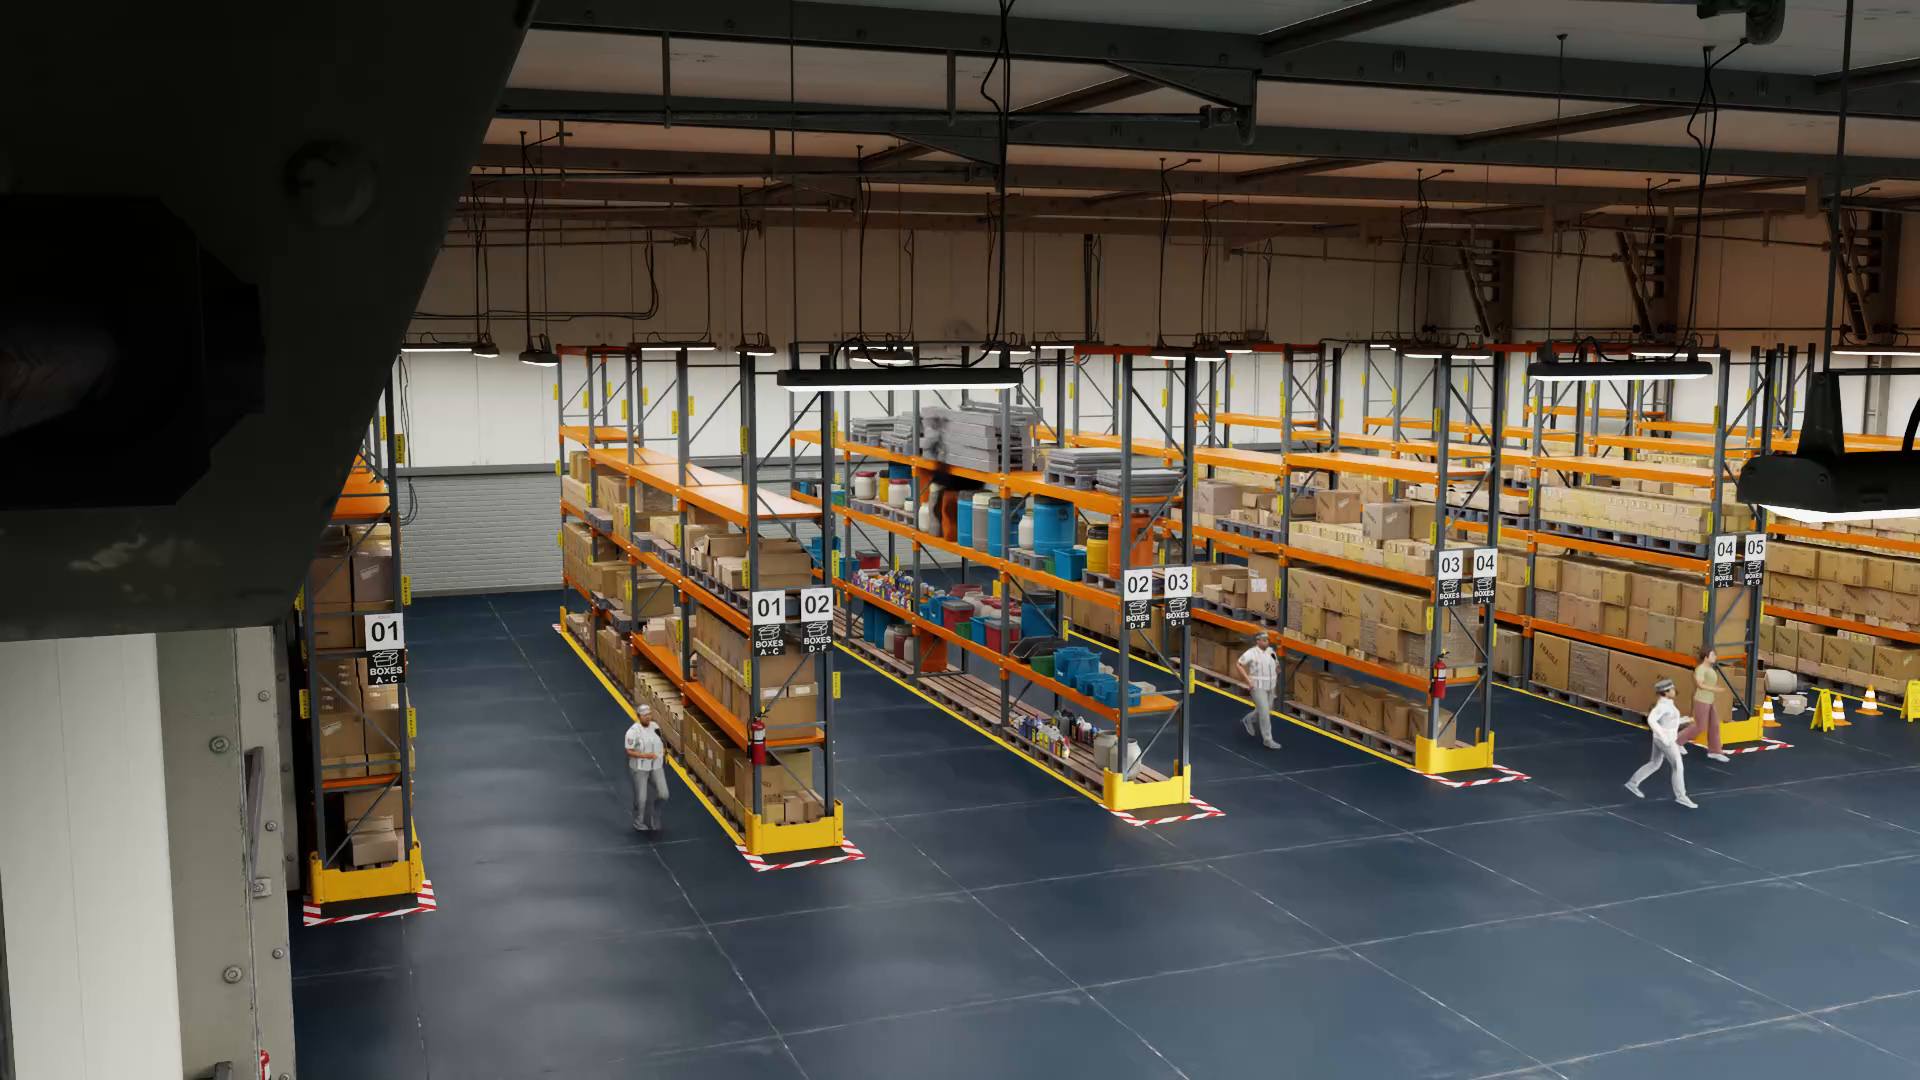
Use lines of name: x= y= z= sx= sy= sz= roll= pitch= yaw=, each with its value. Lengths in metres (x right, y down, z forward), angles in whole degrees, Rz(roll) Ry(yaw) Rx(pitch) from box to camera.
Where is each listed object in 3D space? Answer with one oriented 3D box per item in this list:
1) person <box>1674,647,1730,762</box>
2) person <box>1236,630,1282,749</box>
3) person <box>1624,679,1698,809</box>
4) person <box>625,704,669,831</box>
person: x=10.933 y=2.398 z=24.487 sx=0.828 sy=1.676 sz=0.596 roll=5 pitch=9 yaw=35
person: x=4.594 y=2.225 z=25.333 sx=0.669 sy=1.758 sz=0.980 roll=-5 pitch=9 yaw=-33
person: x=9.345 y=2.676 z=22.074 sx=0.903 sy=1.709 sz=0.600 roll=2 pitch=8 yaw=15
person: x=-3.907 y=2.870 z=20.855 sx=0.584 sy=1.640 sz=0.639 roll=-5 pitch=9 yaw=-33
